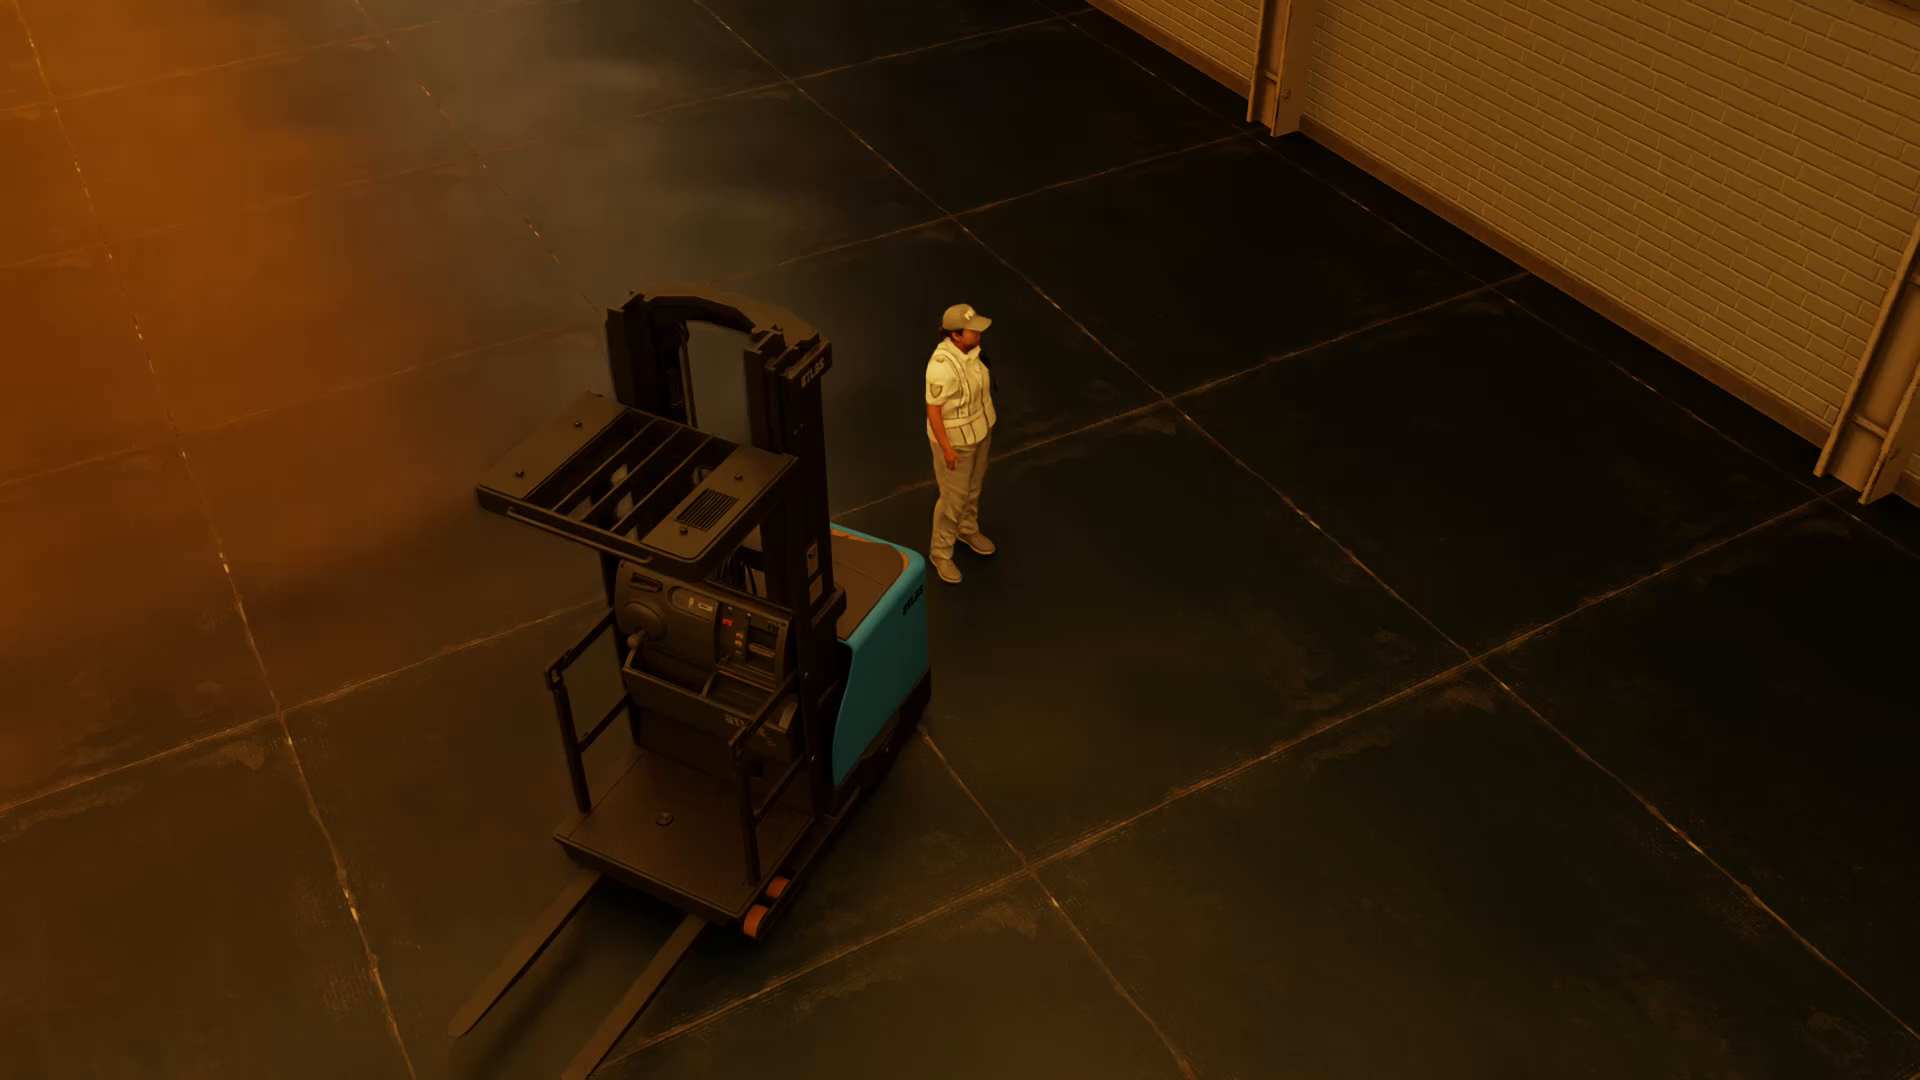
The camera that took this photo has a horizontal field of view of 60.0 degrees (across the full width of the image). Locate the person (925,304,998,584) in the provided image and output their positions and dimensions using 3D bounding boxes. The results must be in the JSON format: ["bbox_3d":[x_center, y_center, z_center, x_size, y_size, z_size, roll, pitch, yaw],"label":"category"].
[{"bbox_3d":[0.008,-0.594,9.745,0.417,1.670,0.682,18,43,20],"label":"person"}]

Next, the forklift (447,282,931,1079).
[{"bbox_3d":[-1.283,0.464,7.477,1.130,2.935,3.031,18,43,21],"label":"forklift"}]
